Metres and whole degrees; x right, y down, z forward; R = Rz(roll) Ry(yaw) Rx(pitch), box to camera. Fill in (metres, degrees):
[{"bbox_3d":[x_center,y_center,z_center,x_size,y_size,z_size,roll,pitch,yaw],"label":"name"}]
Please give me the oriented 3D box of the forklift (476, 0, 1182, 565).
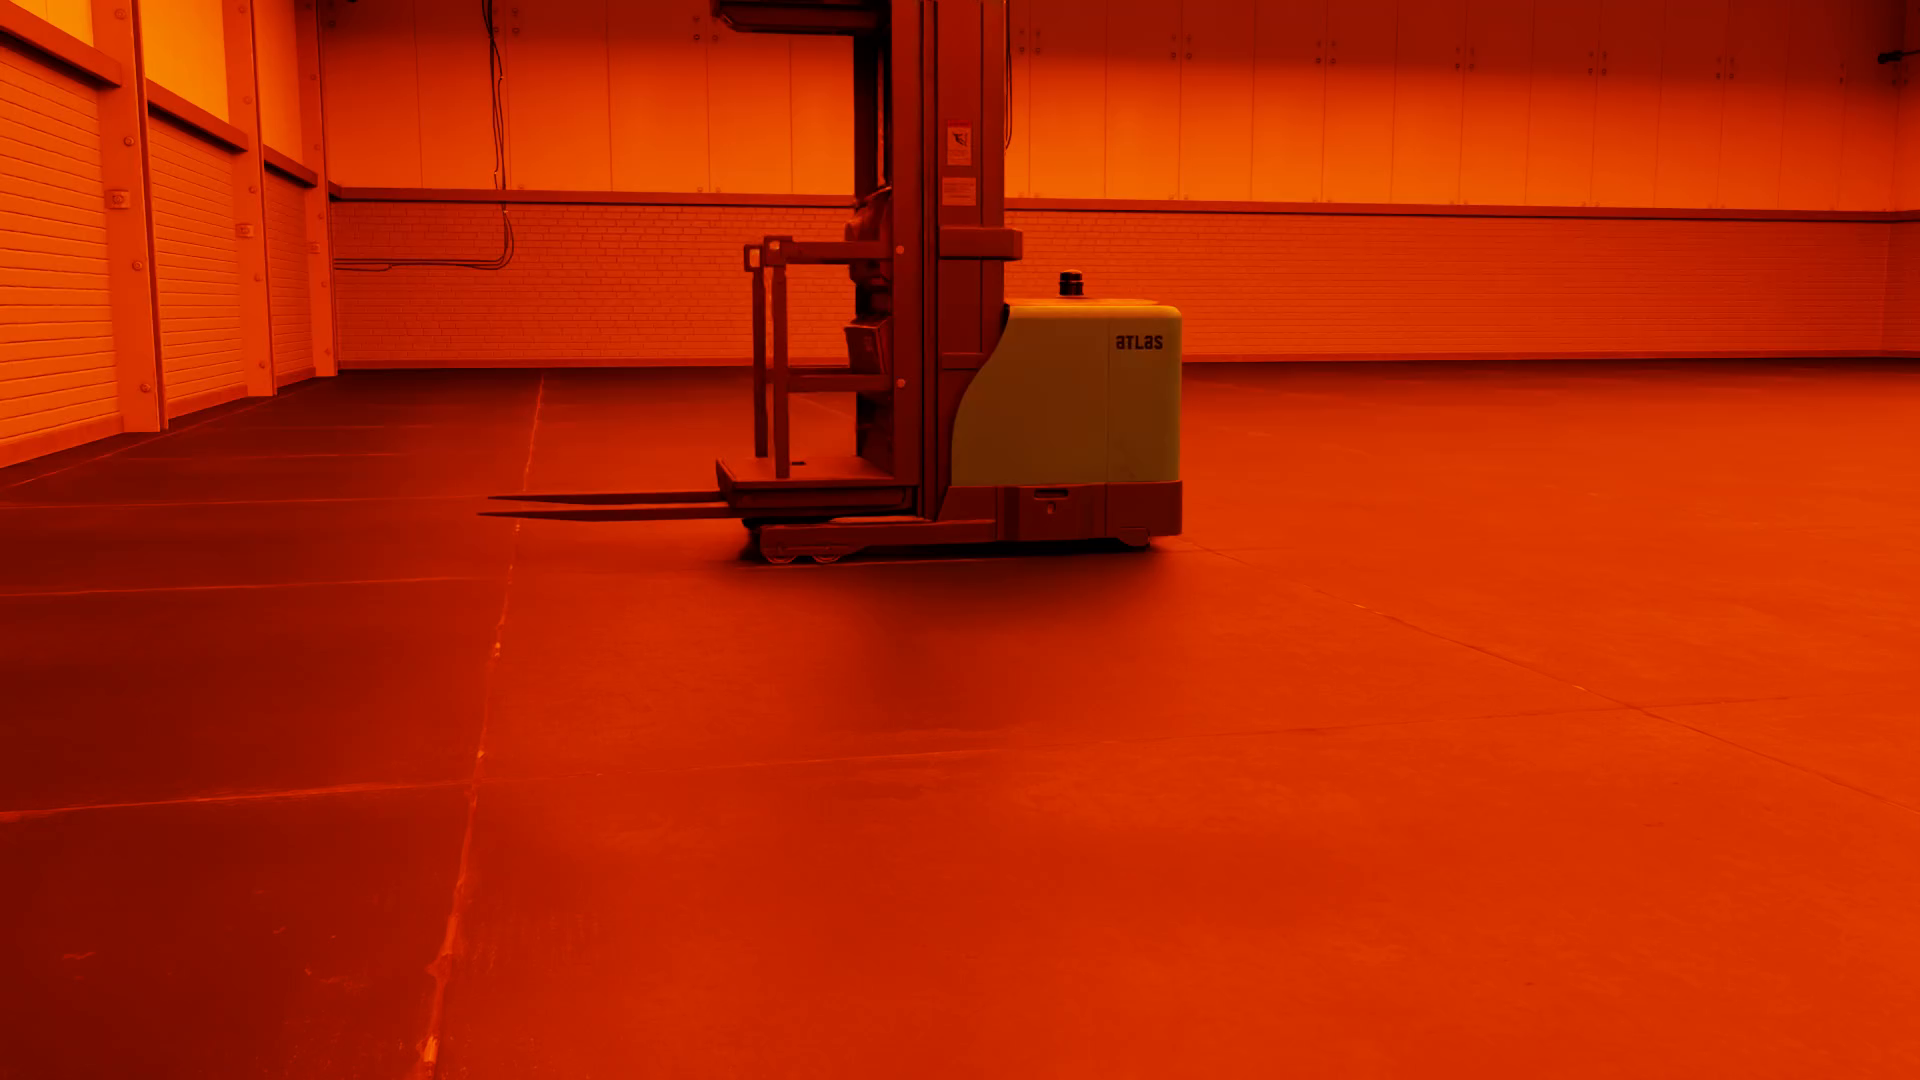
[{"bbox_3d":[-0.586,-1.428,7.333,3.031,2.935,1.130,-2,8,-12],"label":"forklift"}]
